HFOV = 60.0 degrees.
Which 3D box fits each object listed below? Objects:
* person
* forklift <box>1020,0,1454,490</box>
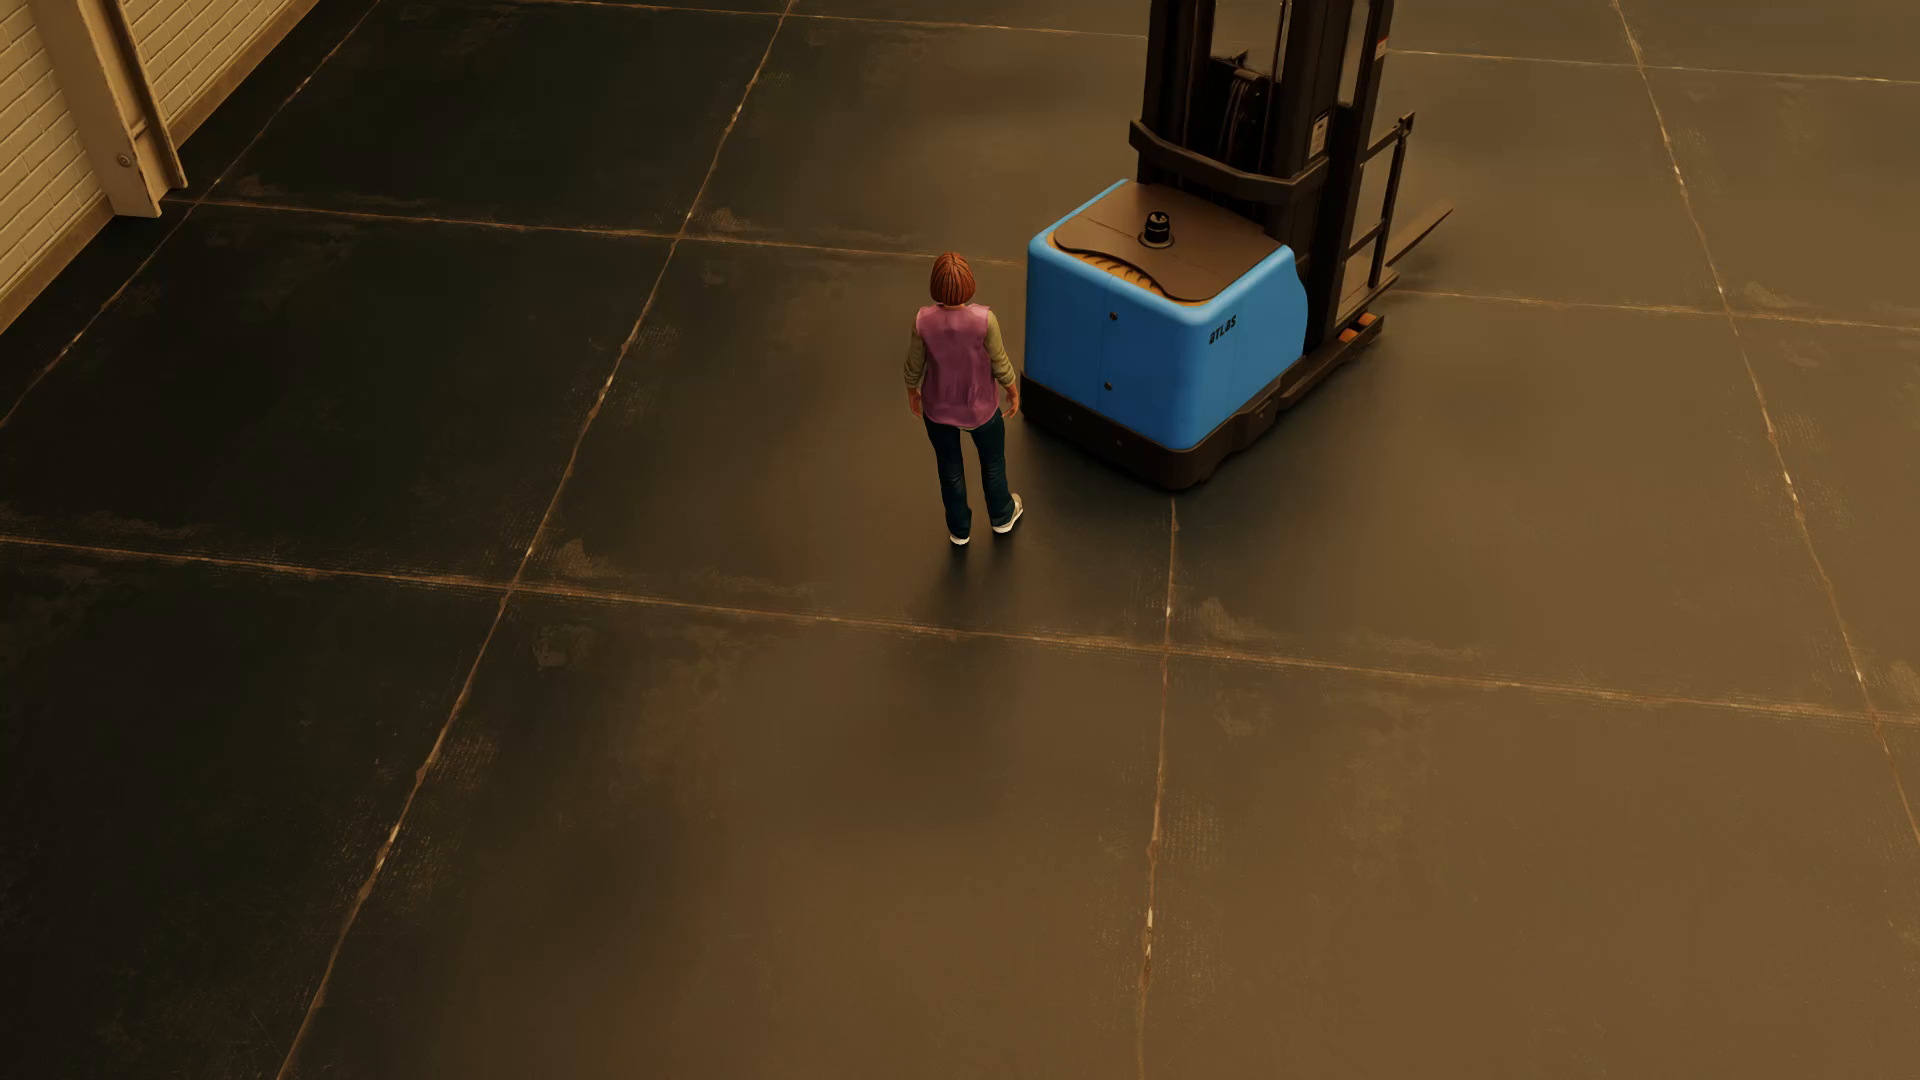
[{"bbox_3d":[0.024,-0.642,7.398,0.520,1.597,0.476,5,43,6],"label":"person"},{"bbox_3d":[1.646,-2.246,8.170,1.130,2.935,3.031,30,50,29],"label":"forklift"}]
